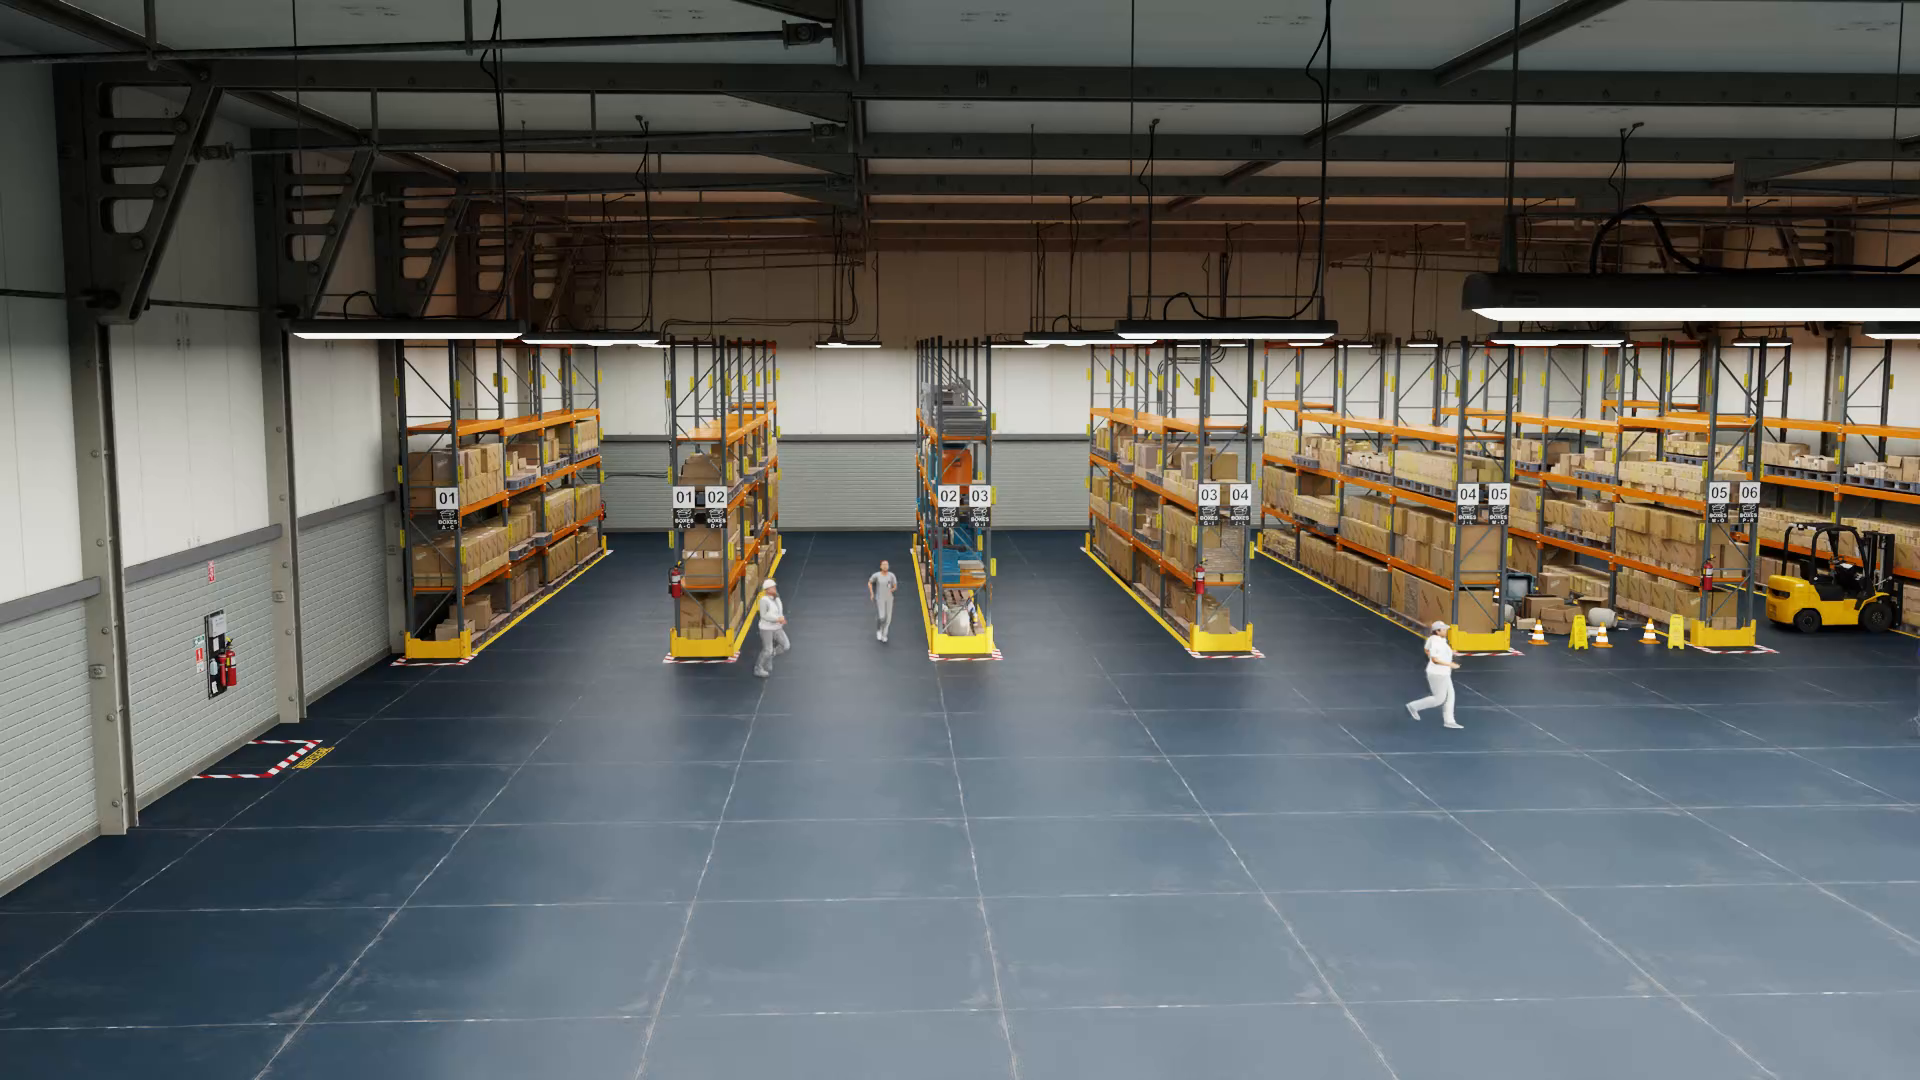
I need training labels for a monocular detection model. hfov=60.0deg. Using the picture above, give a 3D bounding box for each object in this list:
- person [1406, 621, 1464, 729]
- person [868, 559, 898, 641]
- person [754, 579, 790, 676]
[{"bbox_3d":[7.233,2.048,25.242,0.849,1.658,0.607,2,7,18],"label":"person"},{"bbox_3d":[-1.492,1.190,32.678,0.546,1.631,0.611,-2,7,-14],"label":"person"},{"bbox_3d":[-3.289,1.537,29.244,0.731,1.723,0.680,4,8,30],"label":"person"}]
